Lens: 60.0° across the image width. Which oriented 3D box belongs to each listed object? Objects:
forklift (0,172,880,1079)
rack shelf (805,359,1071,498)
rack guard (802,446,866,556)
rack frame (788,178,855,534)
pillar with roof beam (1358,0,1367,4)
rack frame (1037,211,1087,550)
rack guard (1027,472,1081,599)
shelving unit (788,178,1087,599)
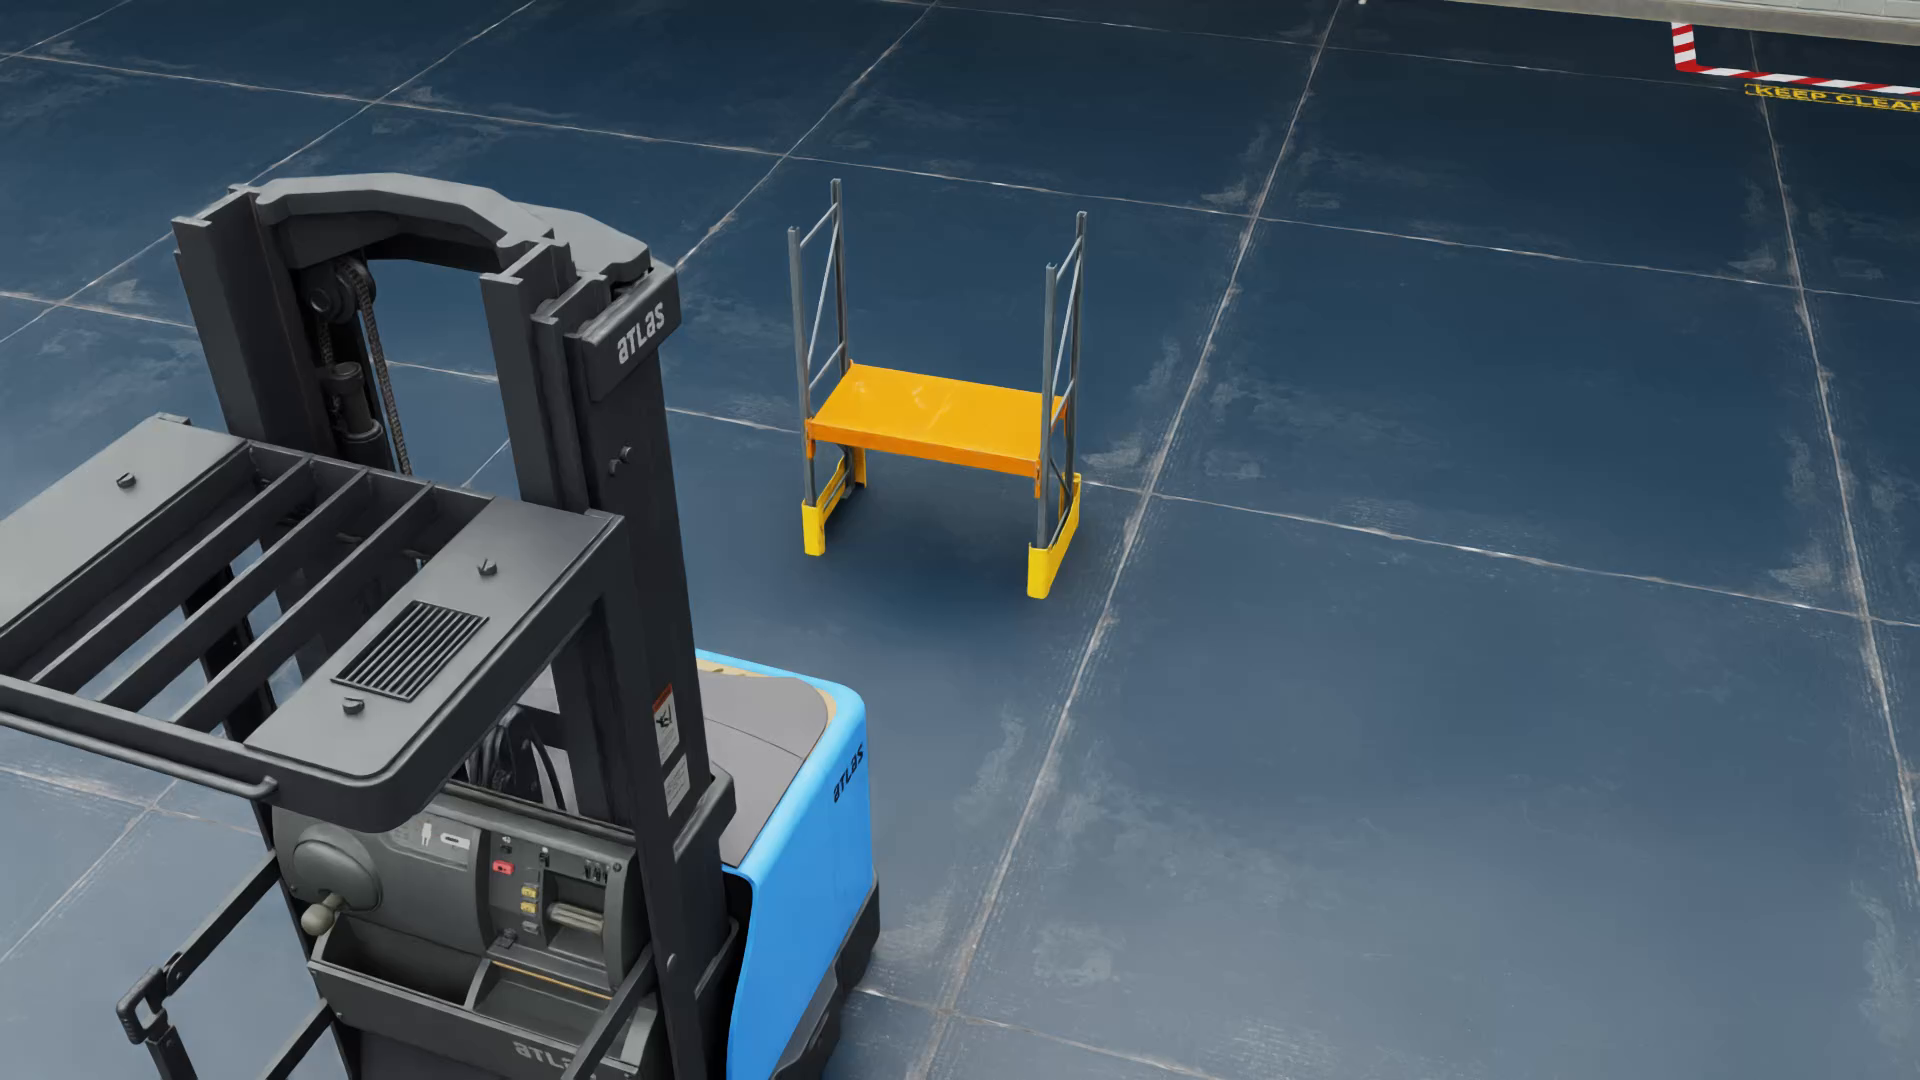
[{"bbox_3d":[-1.240,0.842,3.633,1.130,2.935,3.031,12,38,16],"label":"forklift"},{"bbox_3d":[-0.081,-0.474,6.933,1.000,0.185,0.538,10,38,14],"label":"rack shelf"},{"bbox_3d":[-0.548,-0.202,7.314,0.087,0.250,0.587,10,38,14],"label":"rack guard"},{"bbox_3d":[-0.567,-0.709,6.948,0.032,1.500,0.500,10,38,14],"label":"rack frame"},{"bbox_3d":[1.719,-5.466,7.085,0.400,9.000,9.100,10,38,14],"label":"pillar with roof beam"},{"bbox_3d":[0.404,-0.529,6.704,0.032,1.500,0.500,10,38,14],"label":"rack frame"},{"bbox_3d":[0.403,-0.026,7.075,0.087,0.250,0.587,10,38,14],"label":"rack guard"},{"bbox_3d":[-0.073,-0.618,6.824,1.083,1.500,0.587,10,38,14],"label":"shelving unit"}]
